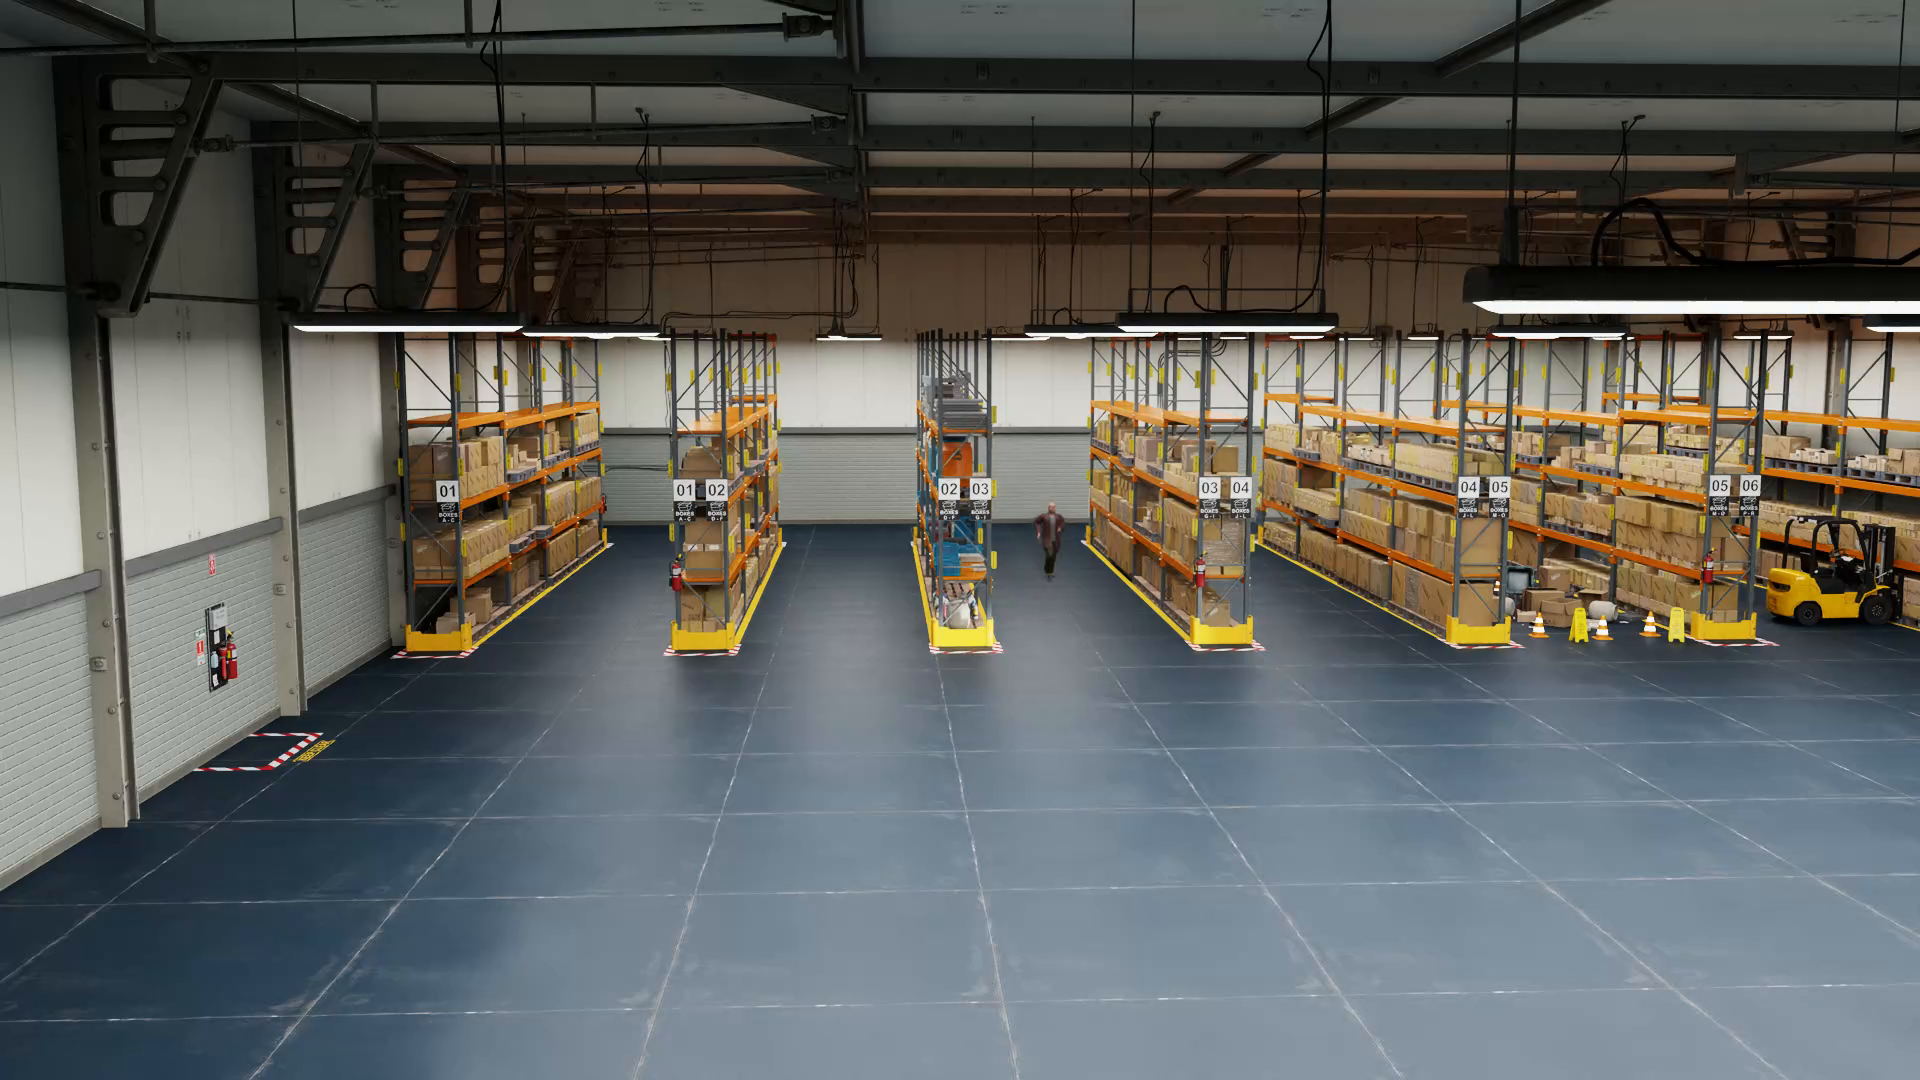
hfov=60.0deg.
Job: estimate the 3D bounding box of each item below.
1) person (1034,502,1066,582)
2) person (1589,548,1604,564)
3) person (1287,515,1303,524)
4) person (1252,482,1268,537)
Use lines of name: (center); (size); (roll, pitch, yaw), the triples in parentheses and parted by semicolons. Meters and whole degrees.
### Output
person: (2.110, 0.053, 38.385); (0.674, 1.837, 0.739); (-2, 7, -15)
person: (16.444, -0.110, 42.699); (0.611, 1.619, 0.652); (-2, 7, -13)
person: (9.909, -0.958, 49.253); (0.863, 1.840, 0.649); (-2, 7, -13)
person: (8.967, -0.900, 49.146); (0.562, 1.684, 0.728); (-1, 7, -6)
